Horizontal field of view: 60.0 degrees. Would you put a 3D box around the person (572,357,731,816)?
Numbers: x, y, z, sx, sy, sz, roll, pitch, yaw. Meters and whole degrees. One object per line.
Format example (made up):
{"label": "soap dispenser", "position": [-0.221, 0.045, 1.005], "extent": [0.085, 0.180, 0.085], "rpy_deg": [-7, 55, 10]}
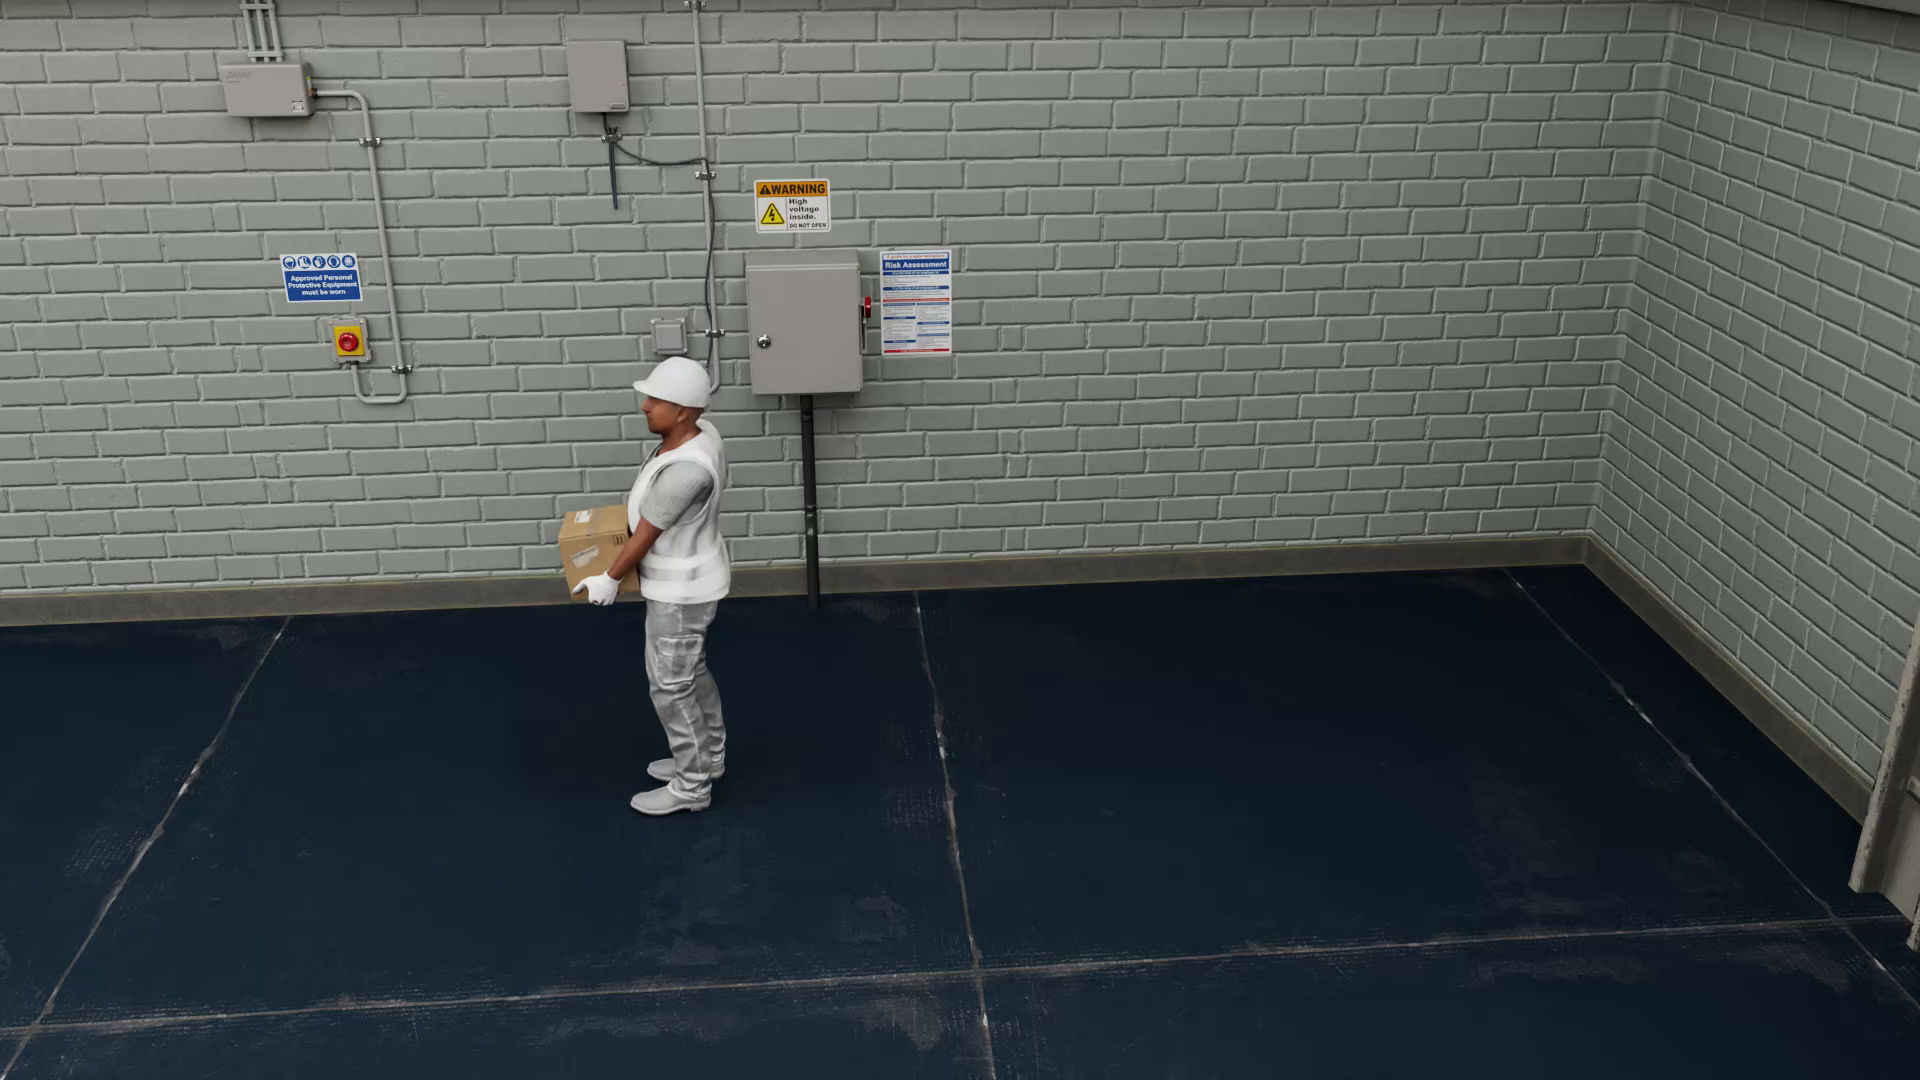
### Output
{"label": "person", "position": [-1.129, 0.182, 6.158], "extent": [0.567, 1.780, 0.488], "rpy_deg": [-2, 24, -4]}
